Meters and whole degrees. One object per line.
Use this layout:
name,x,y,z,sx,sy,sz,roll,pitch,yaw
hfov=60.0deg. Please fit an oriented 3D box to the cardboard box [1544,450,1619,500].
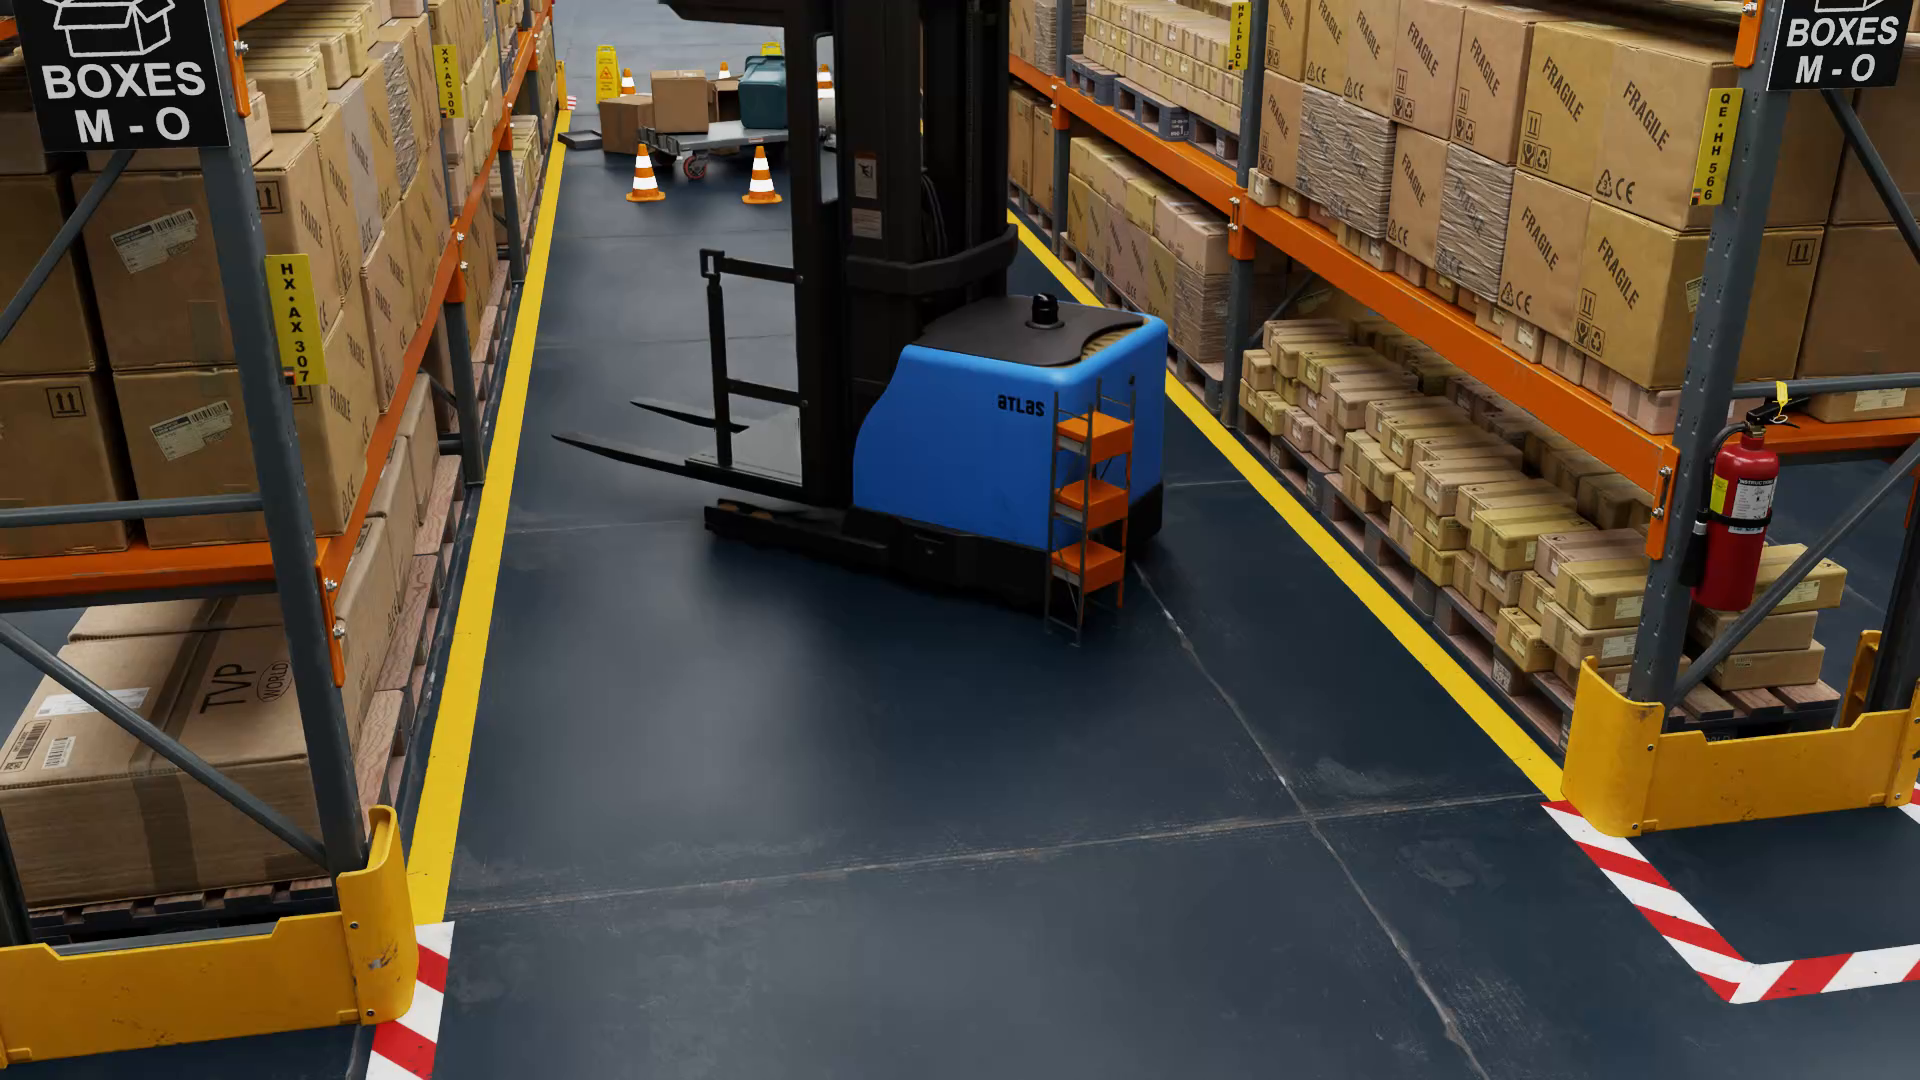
cardboard box,2.665,-0.266,6.906,0.380,0.149,0.250,-3,24,-8

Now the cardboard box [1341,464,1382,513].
cardboard box,1.979,-0.252,7.616,0.380,0.149,0.250,-5,24,-11

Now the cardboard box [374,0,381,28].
cardboard box,-2.550,-2.127,6.689,0.380,0.149,0.250,-4,24,-10

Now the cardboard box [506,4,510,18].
cardboard box,-3.702,-4.189,12.573,0.500,0.500,0.500,-4,24,-9

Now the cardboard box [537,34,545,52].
cardboard box,-4.282,-4.862,16.298,0.380,0.149,0.250,-3,24,-8

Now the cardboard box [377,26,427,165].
cardboard box,-2.454,-1.773,6.688,0.500,0.500,0.500,-5,24,-11

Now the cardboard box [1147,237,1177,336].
cardboard box,1.469,-1.562,10.176,0.500,0.500,0.500,-5,24,-11

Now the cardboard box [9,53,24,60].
cardboard box,-2.608,-1.392,5.005,0.380,0.149,0.250,-5,24,-10

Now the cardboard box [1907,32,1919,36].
cardboard box,6.298,-2.977,10.695,0.500,0.500,0.500,-5,24,-10

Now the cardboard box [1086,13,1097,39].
cardboard box,1.100,-3.622,11.714,0.380,0.149,0.250,-3,24,-7

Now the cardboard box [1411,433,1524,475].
cardboard box,2.148,-0.331,7.053,0.380,0.149,0.250,-5,24,-12

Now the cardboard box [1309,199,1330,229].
cardboard box,1.900,-1.592,7.962,0.380,0.149,0.250,-5,24,-12

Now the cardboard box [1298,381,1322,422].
cardboard box,1.916,-0.710,8.294,0.380,0.149,0.250,-4,24,-10

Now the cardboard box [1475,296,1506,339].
cardboard box,2.189,-0.862,6.289,0.380,0.149,0.250,-5,24,-12

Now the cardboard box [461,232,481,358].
cardboard box,-3.266,-1.446,9.442,0.875,0.875,0.875,-4,24,-8

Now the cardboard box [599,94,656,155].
cardboard box,-3.239,-4.159,16.644,0.500,0.500,0.500,13,27,27

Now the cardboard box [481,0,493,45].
cardboard box,-3.182,-3.326,10.244,0.500,0.500,0.500,-4,24,-9

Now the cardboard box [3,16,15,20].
cardboard box,-9.360,-5.254,15.907,0.500,0.500,0.500,-4,24,-9

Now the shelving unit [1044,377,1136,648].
shelving unit,0.516,-0.104,6.667,0.252,1.050,0.215,-20,32,-39

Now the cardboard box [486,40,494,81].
cardboard box,-3.200,-2.995,10.422,0.500,0.250,0.500,-5,24,-11

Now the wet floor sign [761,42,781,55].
wet floor sign,-2.223,-5.546,19.643,0.267,0.644,0.232,-9,25,-19

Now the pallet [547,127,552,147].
pallet,-4.766,-4.246,17.207,1.003,0.211,1.213,-4,24,-10

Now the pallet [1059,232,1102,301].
pallet,1.351,-2.028,12.130,1.003,0.211,1.213,-4,24,-10

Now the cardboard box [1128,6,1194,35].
cardboard box,1.297,-3.355,10.729,0.380,0.149,0.250,-3,24,-7

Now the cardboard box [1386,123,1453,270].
cardboard box,2.076,-1.405,6.724,0.500,0.500,0.500,-3,24,-7

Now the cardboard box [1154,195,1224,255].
cardboard box,1.480,-1.908,10.033,0.500,0.250,0.500,-3,24,-7

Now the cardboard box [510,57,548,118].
cardboard box,-4.221,-4.309,15.842,0.500,0.500,0.500,-3,24,-7

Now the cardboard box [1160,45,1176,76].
cardboard box,1.433,-2.914,10.092,0.380,0.149,0.250,-4,24,-10

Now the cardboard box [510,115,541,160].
cardboard box,-4.278,-3.563,14.919,0.950,0.372,0.625,-4,24,-9

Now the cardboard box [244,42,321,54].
cardboard box,-2.173,-1.432,5.097,0.380,0.149,0.250,-4,24,-9

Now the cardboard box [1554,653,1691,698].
cardboard box,2.385,0.455,5.997,0.380,0.149,0.250,-4,24,-9

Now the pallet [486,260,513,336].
pallet,-3.566,-1.614,11.182,1.003,0.211,1.213,-4,24,-10

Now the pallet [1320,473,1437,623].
pallet,2.336,-0.020,7.532,1.003,0.211,1.213,-4,24,-10

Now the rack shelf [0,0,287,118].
rack shelf,-2.528,-1.893,5.487,1.077,0.370,4.000,-4,24,-10

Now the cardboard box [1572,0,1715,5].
cardboard box,2.594,-1.908,6.625,0.500,0.500,0.500,-5,24,-11

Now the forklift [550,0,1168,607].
forklift,-0.601,-1.479,7.473,3.031,2.935,1.130,13,27,28

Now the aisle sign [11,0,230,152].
aisle sign,-1.860,-1.245,3.606,0.394,0.787,0.004,-4,24,-10

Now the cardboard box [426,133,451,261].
cardboard box,-2.561,-1.517,7.350,0.500,0.500,0.500,-4,24,-9

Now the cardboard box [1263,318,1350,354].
cardboard box,1.808,-1.048,8.696,0.380,0.149,0.250,-3,24,-8

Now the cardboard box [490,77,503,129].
cardboard box,-3.179,-2.759,10.508,0.500,0.250,0.500,-4,24,-9

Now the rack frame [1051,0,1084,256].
rack frame,1.208,-3.614,12.276,1.000,3.000,0.127,-4,24,-10

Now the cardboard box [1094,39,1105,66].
cardboard box,1.142,-3.395,11.564,0.380,0.149,0.250,-3,24,-7

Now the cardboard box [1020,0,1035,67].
cardboard box,0.770,-4.013,13.066,0.500,0.500,0.500,-4,24,-10

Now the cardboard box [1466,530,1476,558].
cardboard box,2.263,0.007,6.653,0.380,0.149,0.250,-5,24,-10

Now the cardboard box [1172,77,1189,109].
cardboard box,1.484,-2.667,9.898,0.380,0.149,0.250,-5,24,-12

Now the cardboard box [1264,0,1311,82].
cardboard box,1.792,-2.485,7.947,0.500,0.500,0.500,-4,24,-8

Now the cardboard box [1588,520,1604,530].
cardboard box,2.775,-0.025,6.725,0.380,0.149,0.250,-4,24,-8

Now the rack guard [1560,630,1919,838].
rack guard,2.673,0.649,5.640,1.175,0.500,0.348,-4,24,-10

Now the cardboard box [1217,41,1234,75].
cardboard box,1.631,-2.639,9.091,0.380,0.149,0.250,-5,24,-11

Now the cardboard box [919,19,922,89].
cardboard box,-0.081,-5.717,19.223,0.875,0.875,0.875,-4,24,-9

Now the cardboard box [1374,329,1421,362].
cardboard box,2.356,-0.981,8.542,0.380,0.149,0.250,-4,24,-9

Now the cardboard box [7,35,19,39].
cardboard box,-10.092,-5.173,17.508,0.500,0.250,0.500,-5,24,-11
